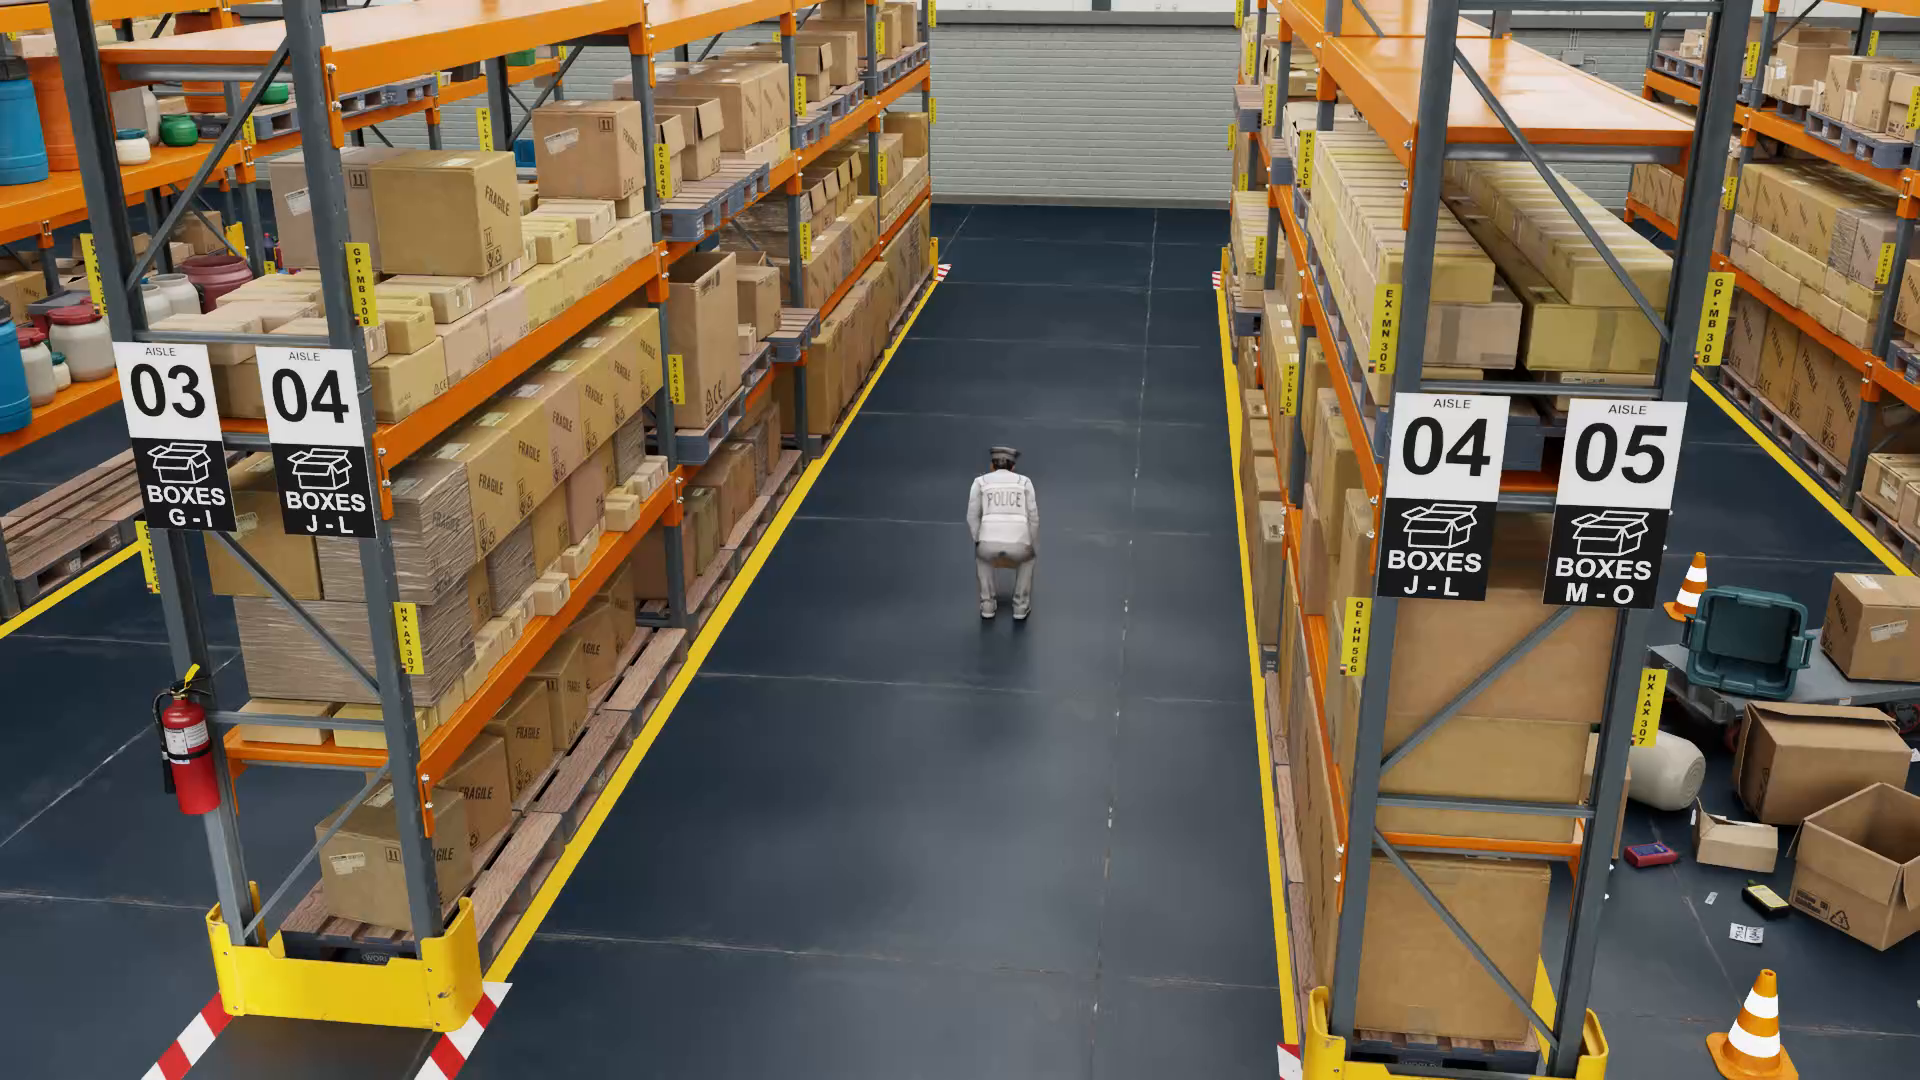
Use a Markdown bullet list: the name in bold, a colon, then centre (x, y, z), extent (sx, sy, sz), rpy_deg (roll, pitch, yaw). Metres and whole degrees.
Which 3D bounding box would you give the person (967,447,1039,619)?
- **person**: centre (0.294, -0.051, 11.910), extent (0.520, 1.163, 0.796), rpy_deg (2, 21, 6)
